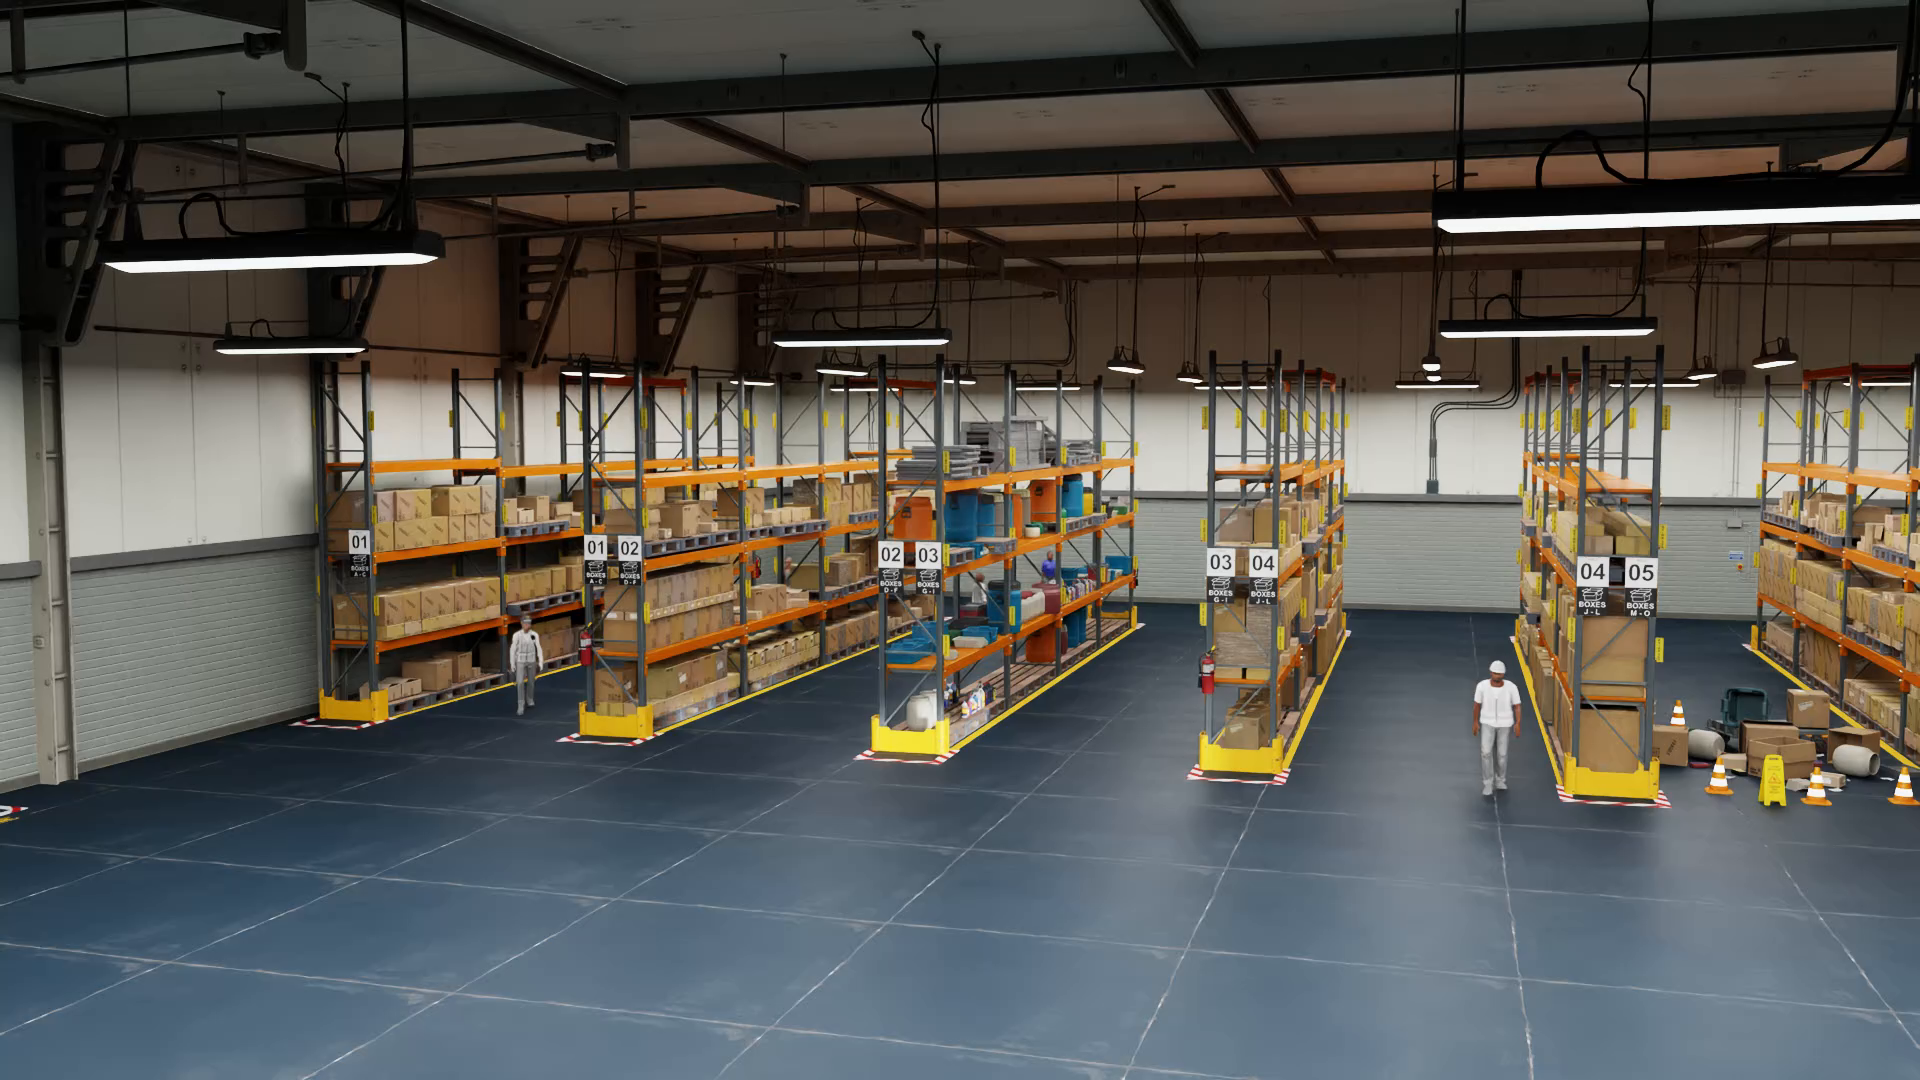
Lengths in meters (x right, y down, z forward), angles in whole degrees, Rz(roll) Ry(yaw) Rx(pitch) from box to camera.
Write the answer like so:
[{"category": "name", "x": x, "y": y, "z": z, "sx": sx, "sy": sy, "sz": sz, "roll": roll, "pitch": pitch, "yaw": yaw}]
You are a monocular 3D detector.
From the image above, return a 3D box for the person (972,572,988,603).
[{"category": "person", "x": 0.412, "y": 1.531, "z": 37.466, "sx": 0.440, "sy": 1.598, "sz": 0.460, "roll": -3, "pitch": 5, "yaw": -40}]

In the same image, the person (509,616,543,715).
[{"category": "person", "x": -7.486, "y": 2.120, "z": 28.712, "sx": 0.558, "sy": 1.646, "sz": 0.967, "roll": -1, "pitch": 4, "yaw": -15}]

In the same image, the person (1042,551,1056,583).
[{"category": "person", "x": 2.302, "y": 1.075, "z": 43.462, "sx": 0.444, "sy": 1.622, "sz": 0.811, "roll": -3, "pitch": 5, "yaw": -37}]

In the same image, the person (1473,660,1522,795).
[{"category": "person", "x": 7.249, "y": 2.534, "z": 22.452, "sx": 0.626, "sy": 1.815, "sz": 0.558, "roll": 1, "pitch": 4, "yaw": 18}]

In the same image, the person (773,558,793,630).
[{"category": "person", "x": -4.114, "y": 1.282, "z": 39.617, "sx": 0.649, "sy": 1.717, "sz": 1.115, "roll": 1, "pitch": 4, "yaw": 11}]
